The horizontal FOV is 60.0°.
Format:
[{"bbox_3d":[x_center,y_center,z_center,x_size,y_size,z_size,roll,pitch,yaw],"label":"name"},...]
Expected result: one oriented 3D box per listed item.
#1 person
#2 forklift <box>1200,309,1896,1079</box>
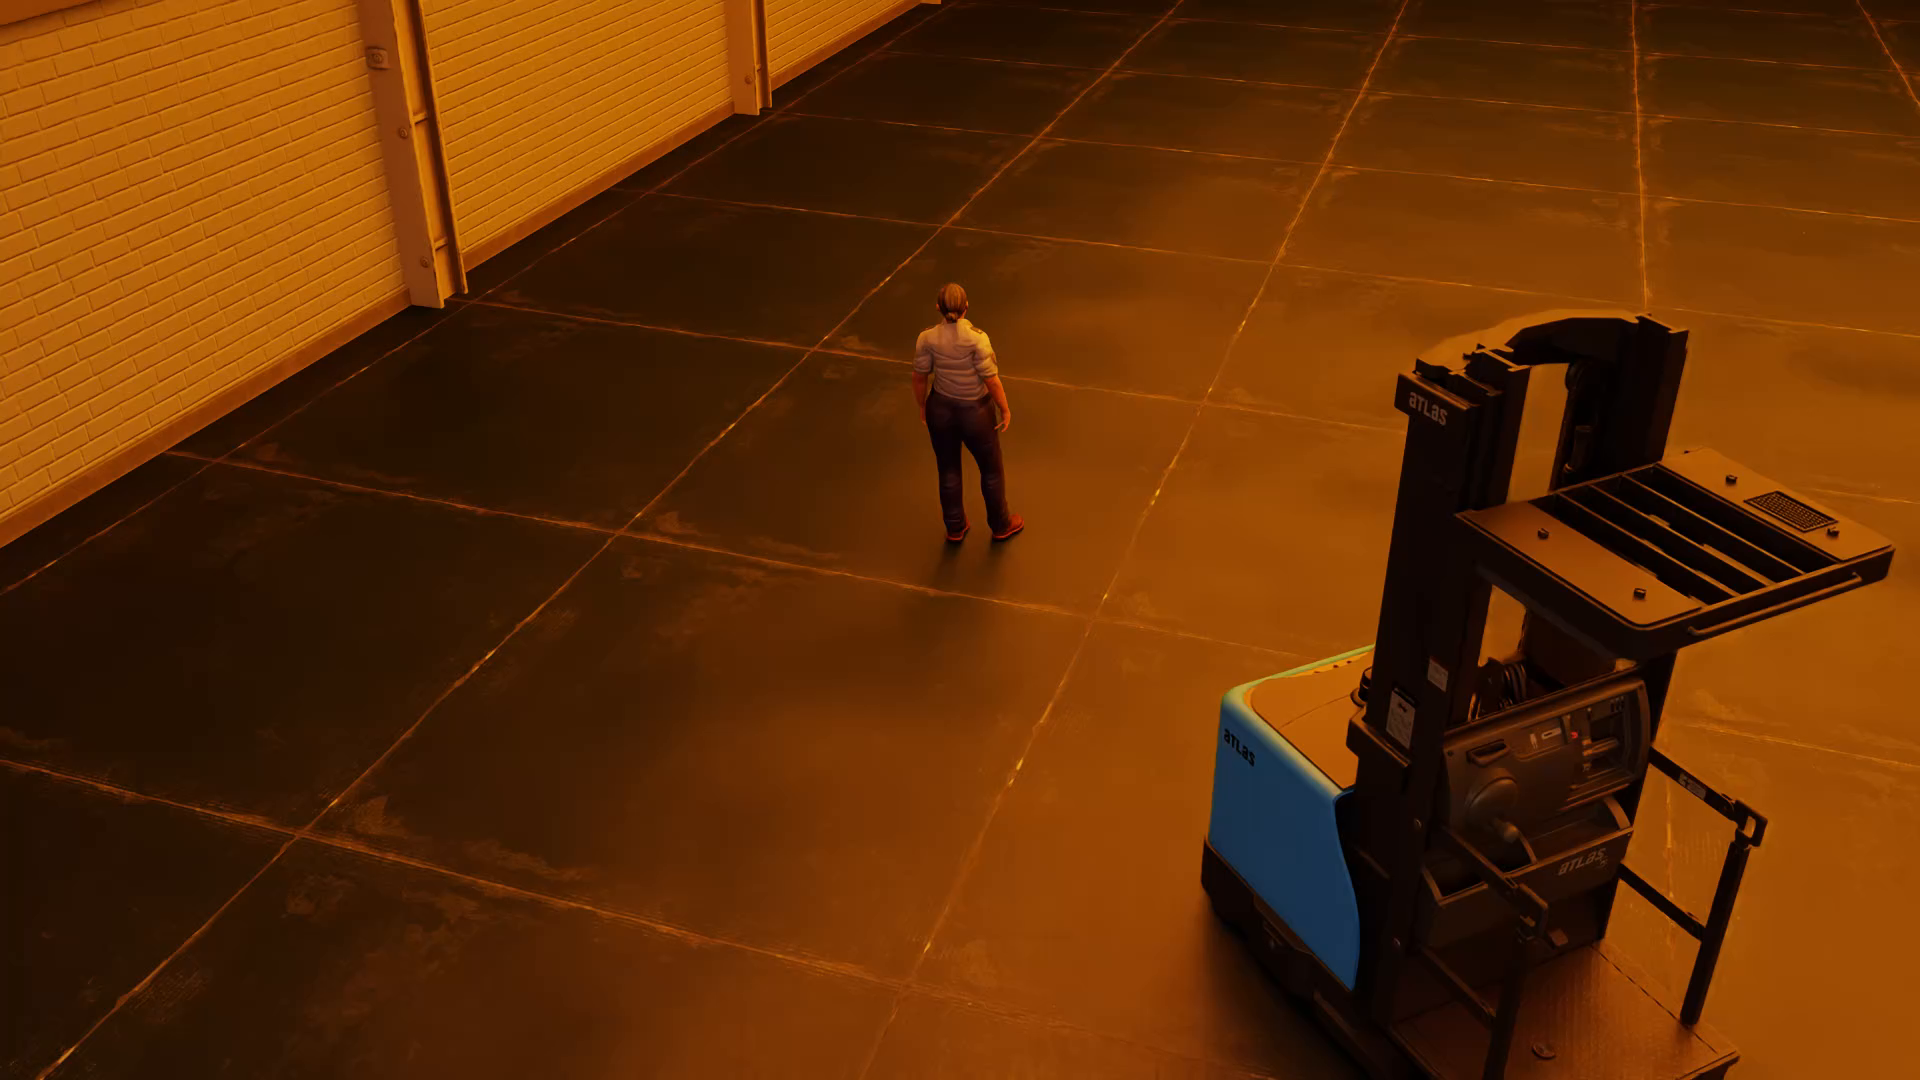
[{"bbox_3d":[0.051,-0.760,9.752,0.598,1.651,0.502,10,31,16],"label":"person"},{"bbox_3d":[2.167,0.824,5.691,1.130,2.935,3.031,-14,32,-23],"label":"forklift"}]
